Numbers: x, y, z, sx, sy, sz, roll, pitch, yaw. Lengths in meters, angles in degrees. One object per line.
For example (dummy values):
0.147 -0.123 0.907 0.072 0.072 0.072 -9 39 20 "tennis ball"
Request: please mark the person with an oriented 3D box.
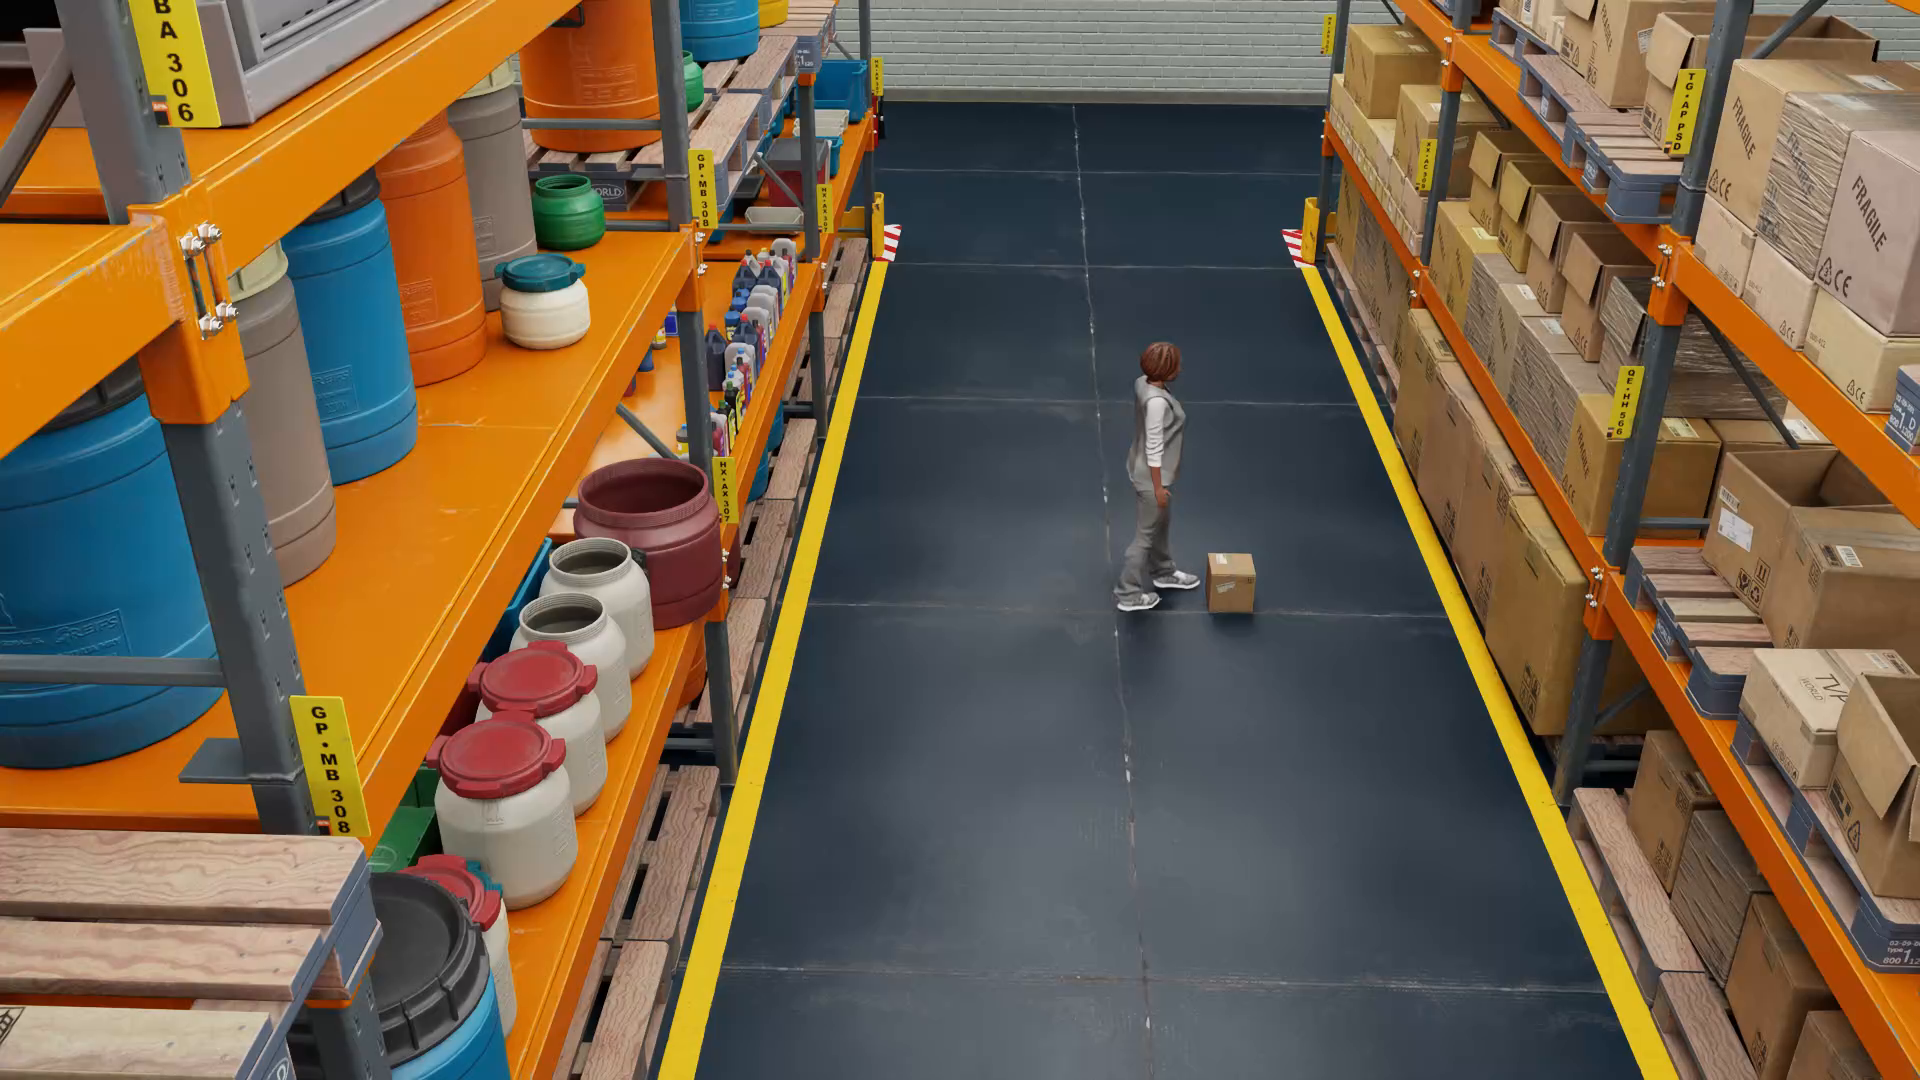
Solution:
1.143 -0.363 9.300 0.548 1.601 0.433 -2 28 -3 "person"
